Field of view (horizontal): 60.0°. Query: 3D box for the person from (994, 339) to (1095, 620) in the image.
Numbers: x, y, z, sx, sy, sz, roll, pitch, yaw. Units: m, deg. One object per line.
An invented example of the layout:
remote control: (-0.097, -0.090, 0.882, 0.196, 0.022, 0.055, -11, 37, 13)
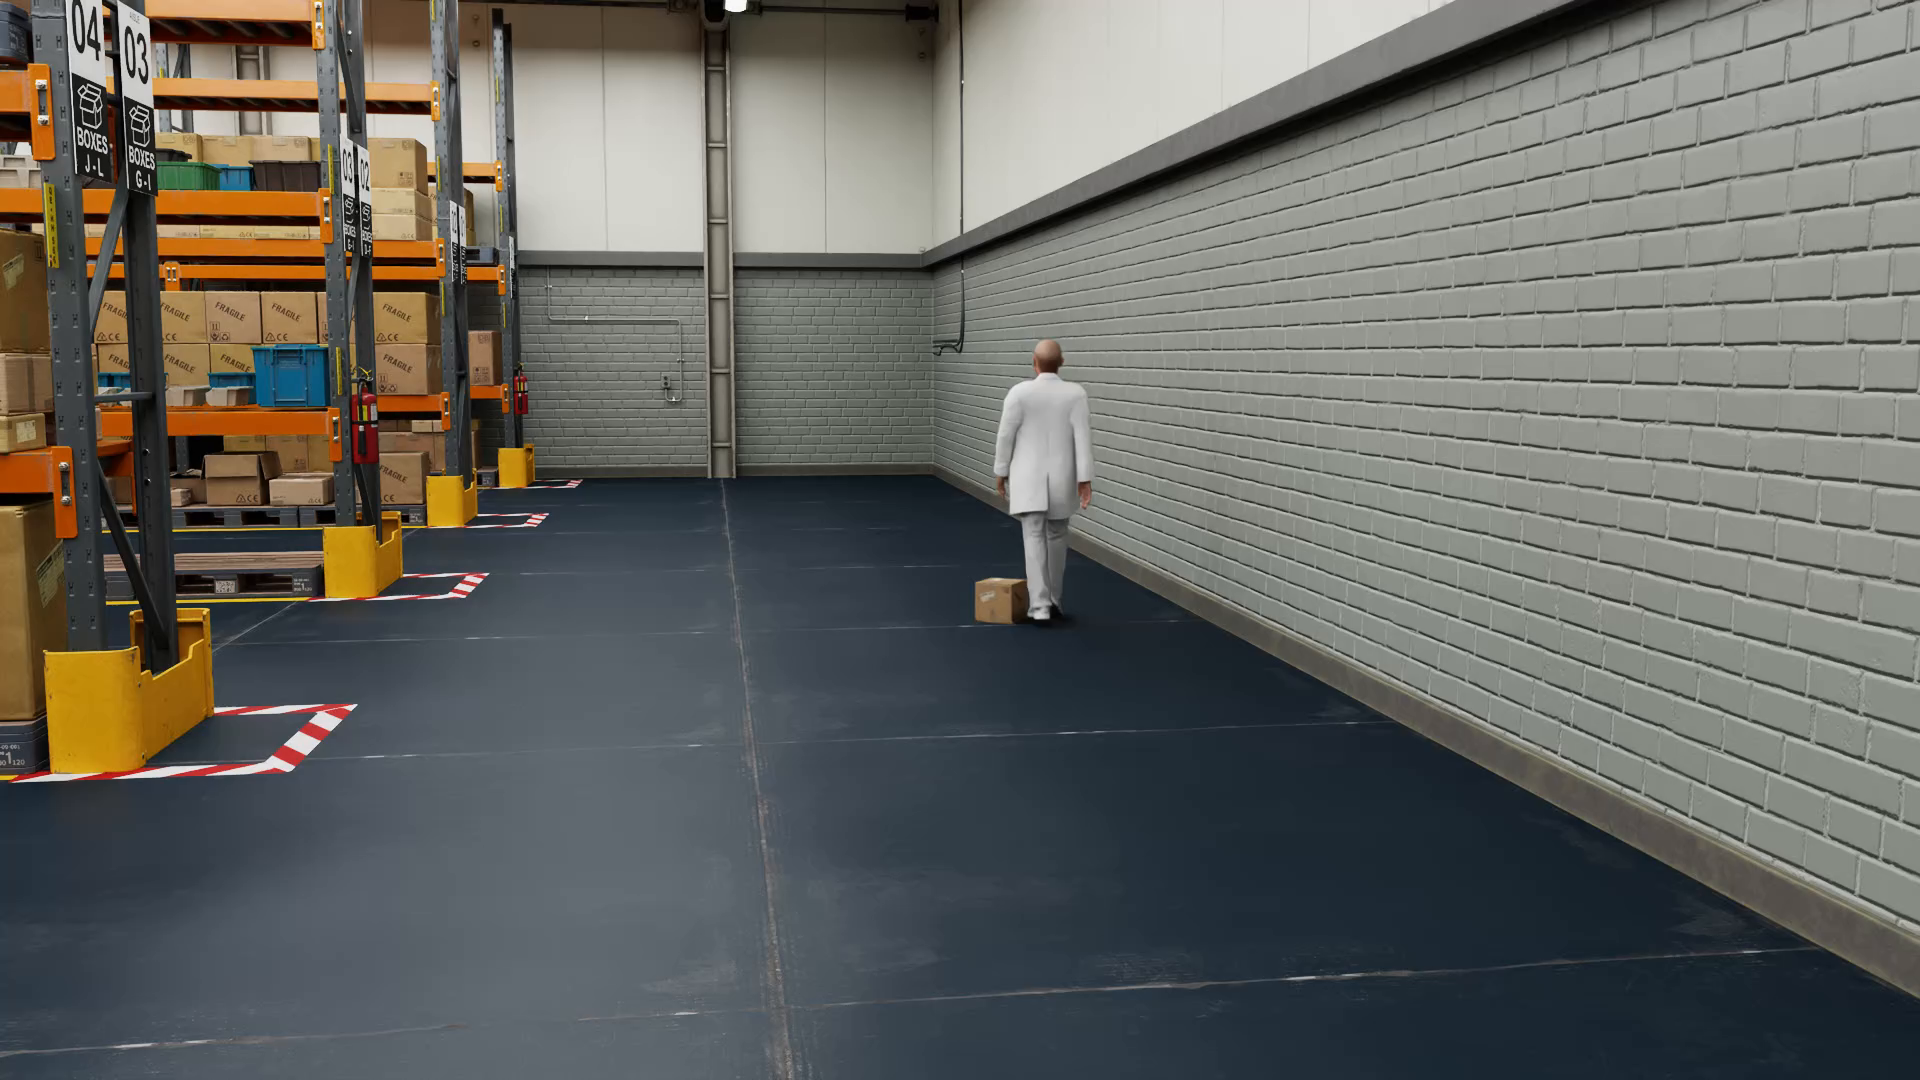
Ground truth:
person: (0.520, -0.371, 10.641, 0.604, 1.812, 0.783, -1, 6, -8)
